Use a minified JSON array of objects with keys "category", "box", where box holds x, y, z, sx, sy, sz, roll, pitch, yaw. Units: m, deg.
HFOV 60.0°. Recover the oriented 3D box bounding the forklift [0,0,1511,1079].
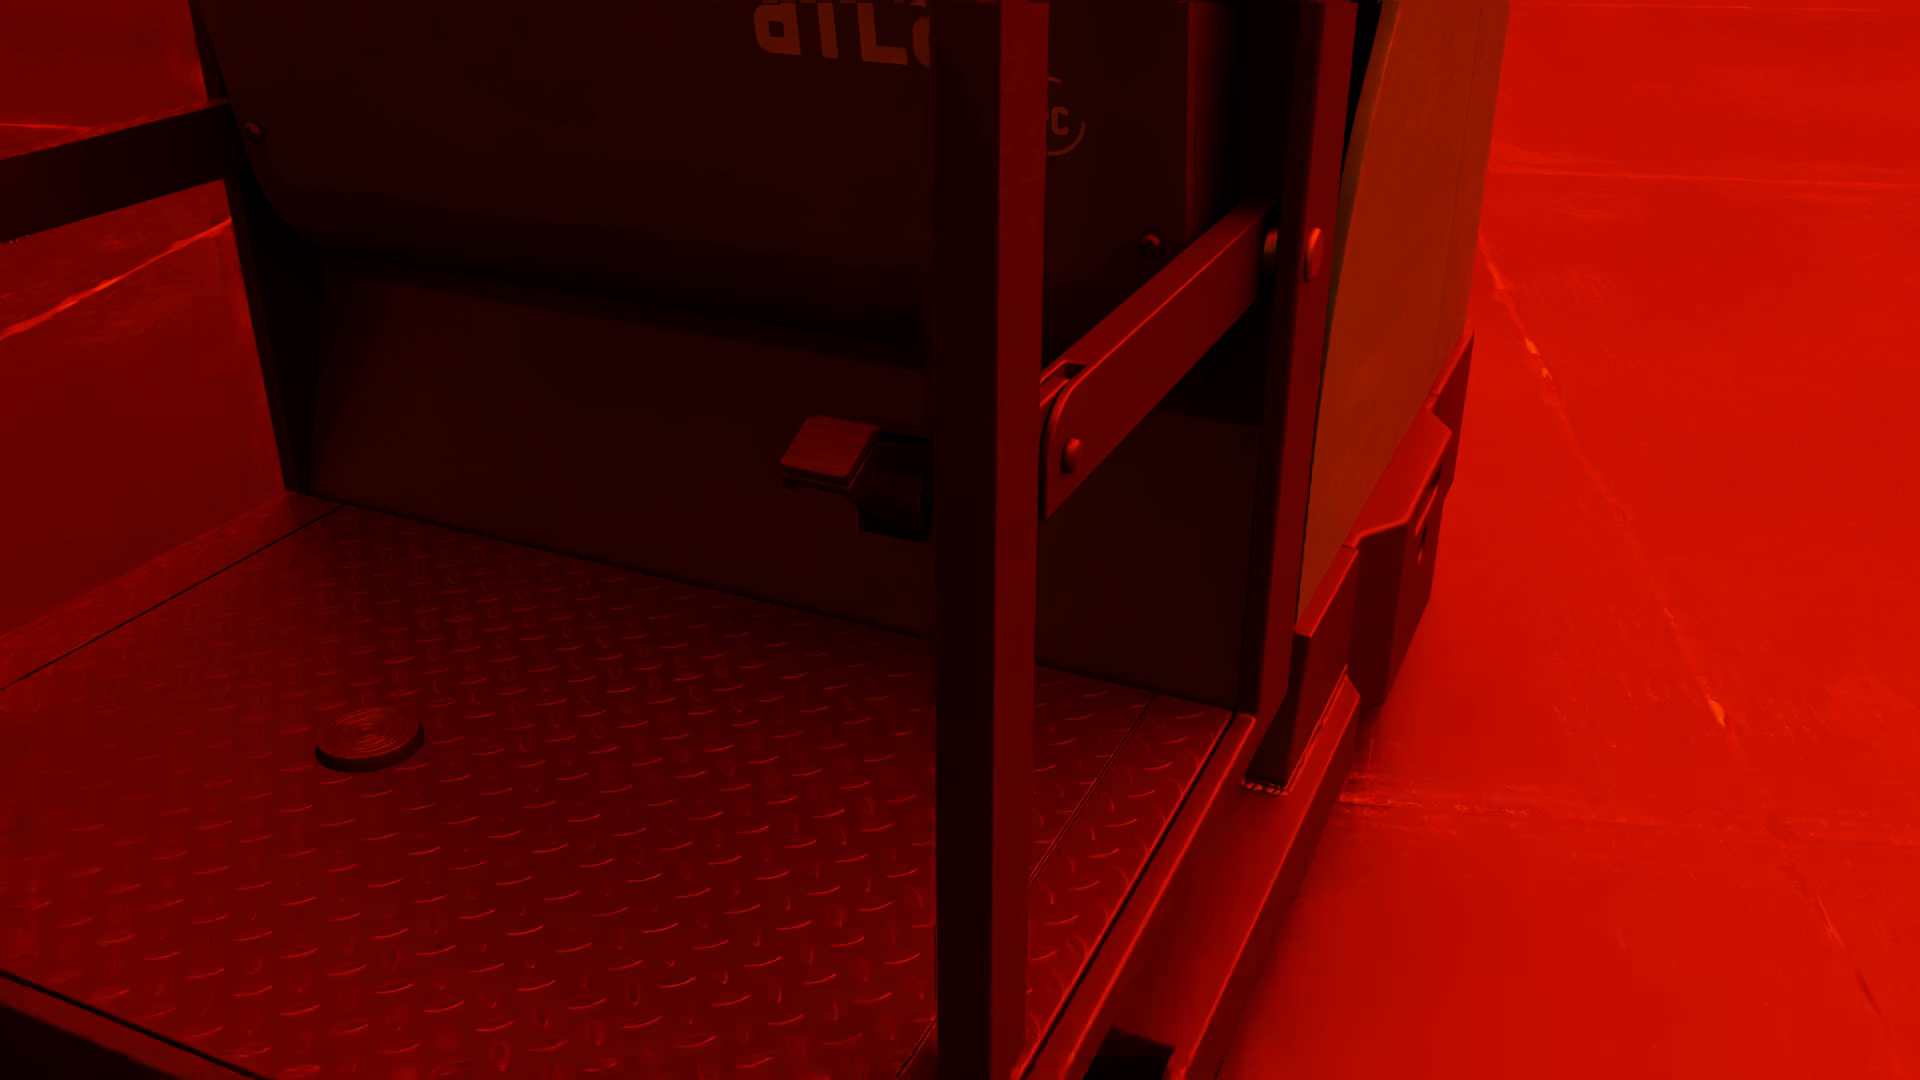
[{"category":"forklift","box":[-0.325,-0.860,0.941,1.130,2.935,3.031,12,29,22]}]
